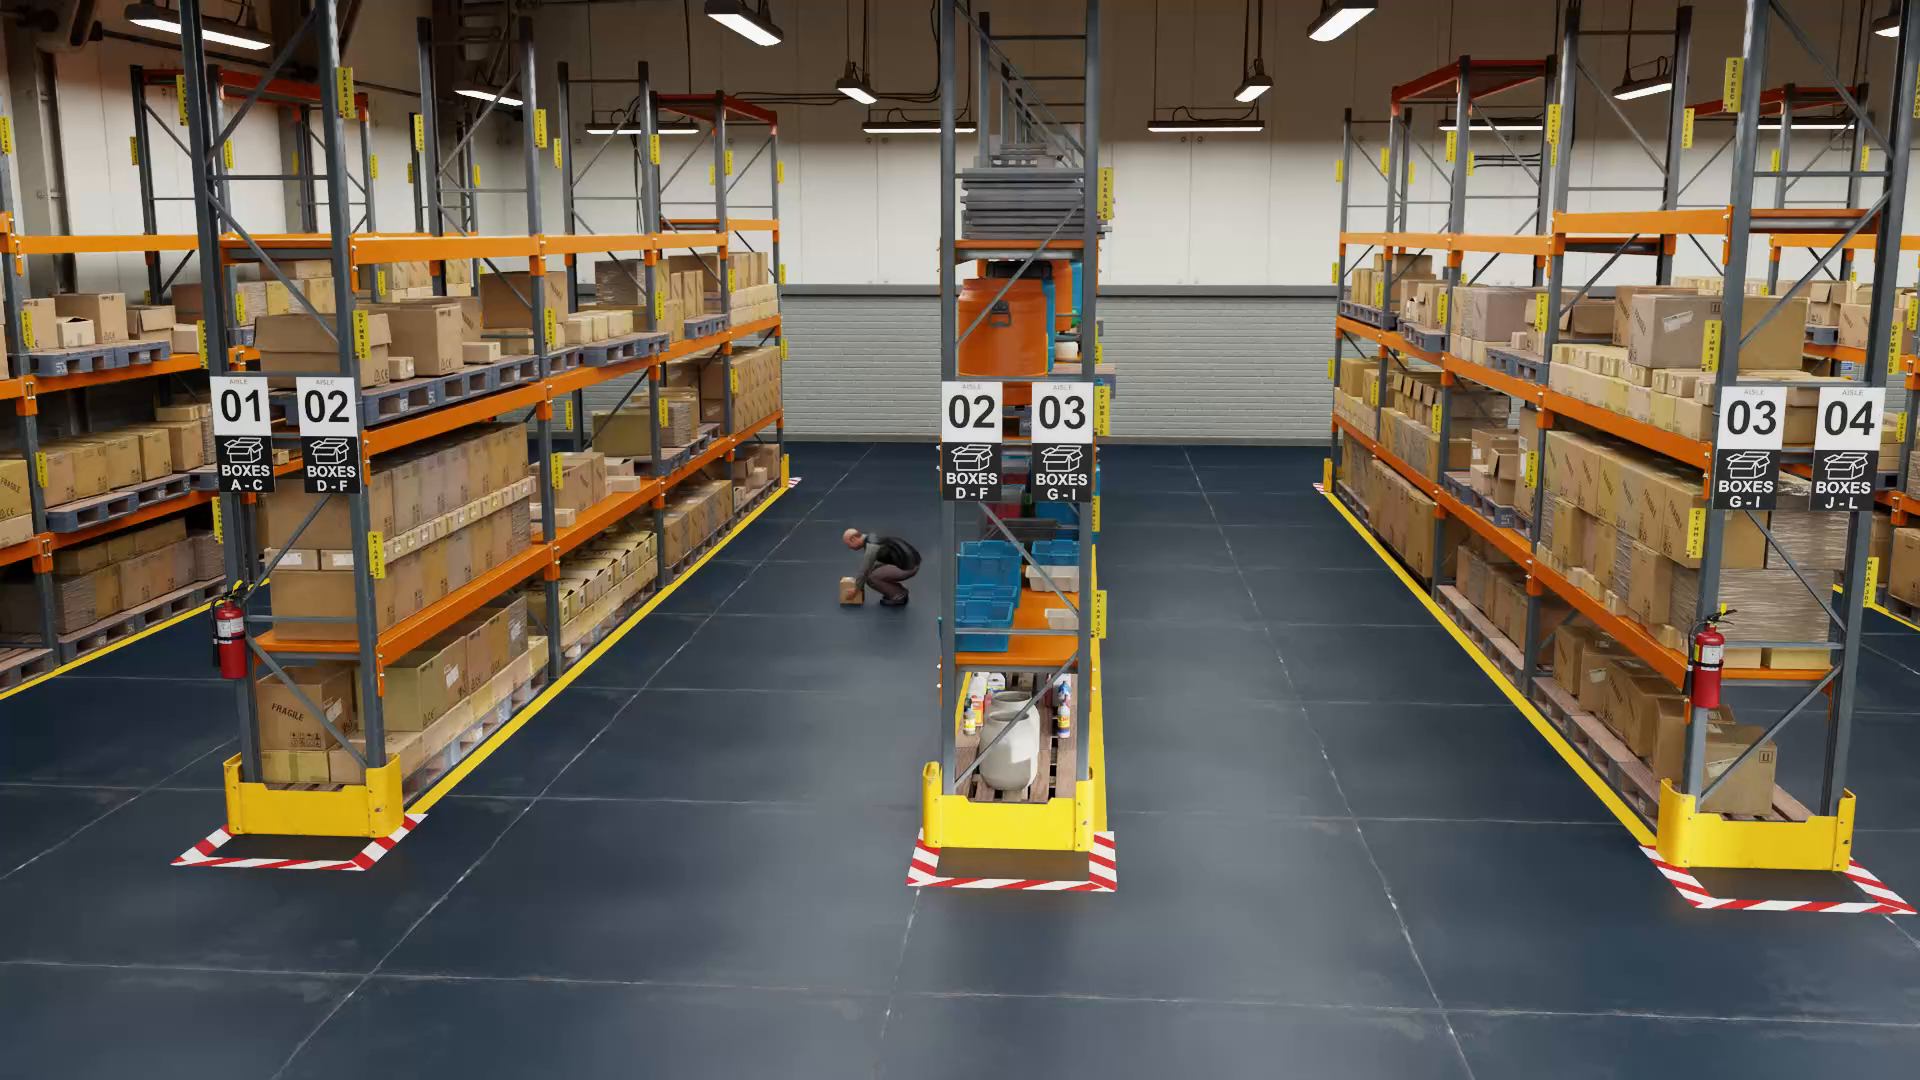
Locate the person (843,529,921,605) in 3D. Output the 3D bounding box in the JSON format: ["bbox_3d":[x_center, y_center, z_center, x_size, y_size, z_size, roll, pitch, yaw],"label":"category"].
[{"bbox_3d":[-0.879,0.290,18.828,0.873,0.851,0.532,1,11,4],"label":"person"}]
